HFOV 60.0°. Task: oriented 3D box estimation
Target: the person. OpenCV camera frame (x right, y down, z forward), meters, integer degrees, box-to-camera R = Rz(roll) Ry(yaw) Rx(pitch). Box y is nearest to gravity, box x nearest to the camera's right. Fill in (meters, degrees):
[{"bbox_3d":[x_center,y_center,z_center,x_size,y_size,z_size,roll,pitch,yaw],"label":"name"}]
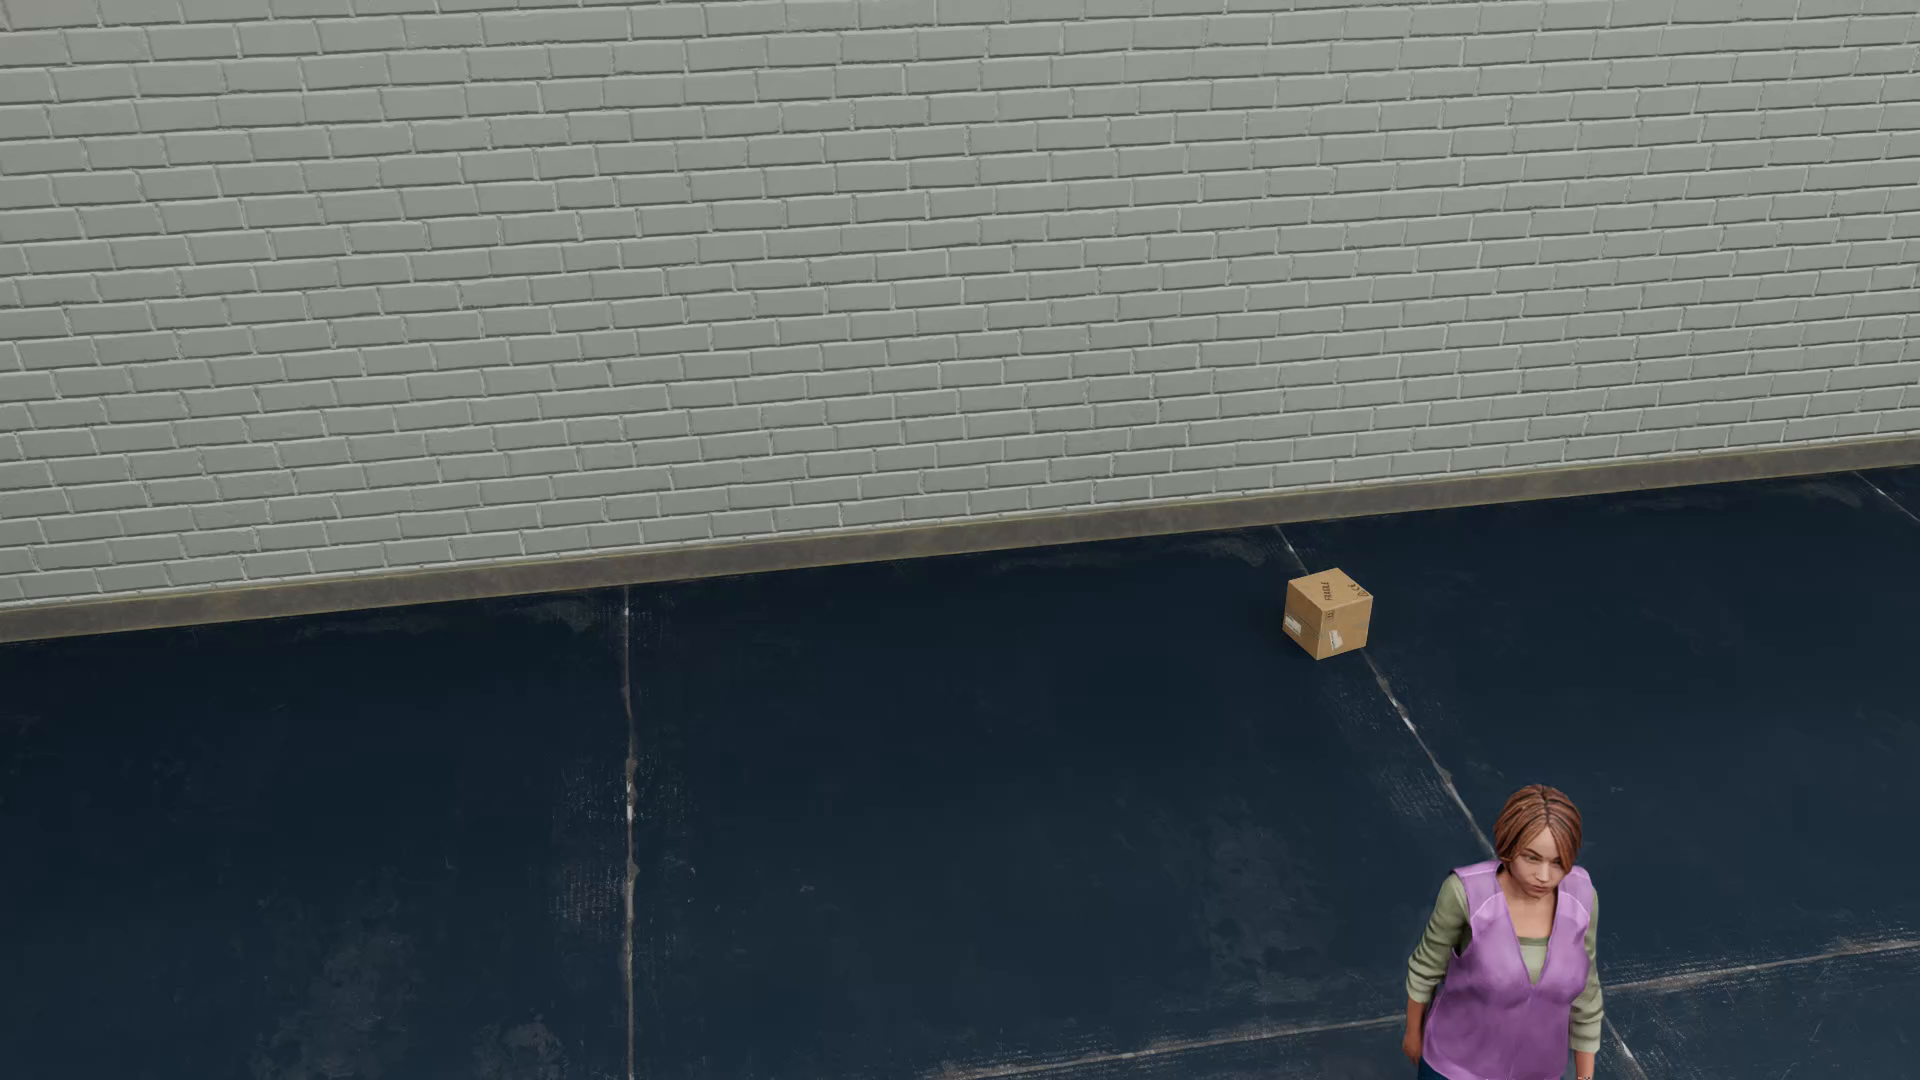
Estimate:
[{"bbox_3d":[1.290,1.293,4.023,0.414,1.644,0.563,-3,31,-5],"label":"person"}]
